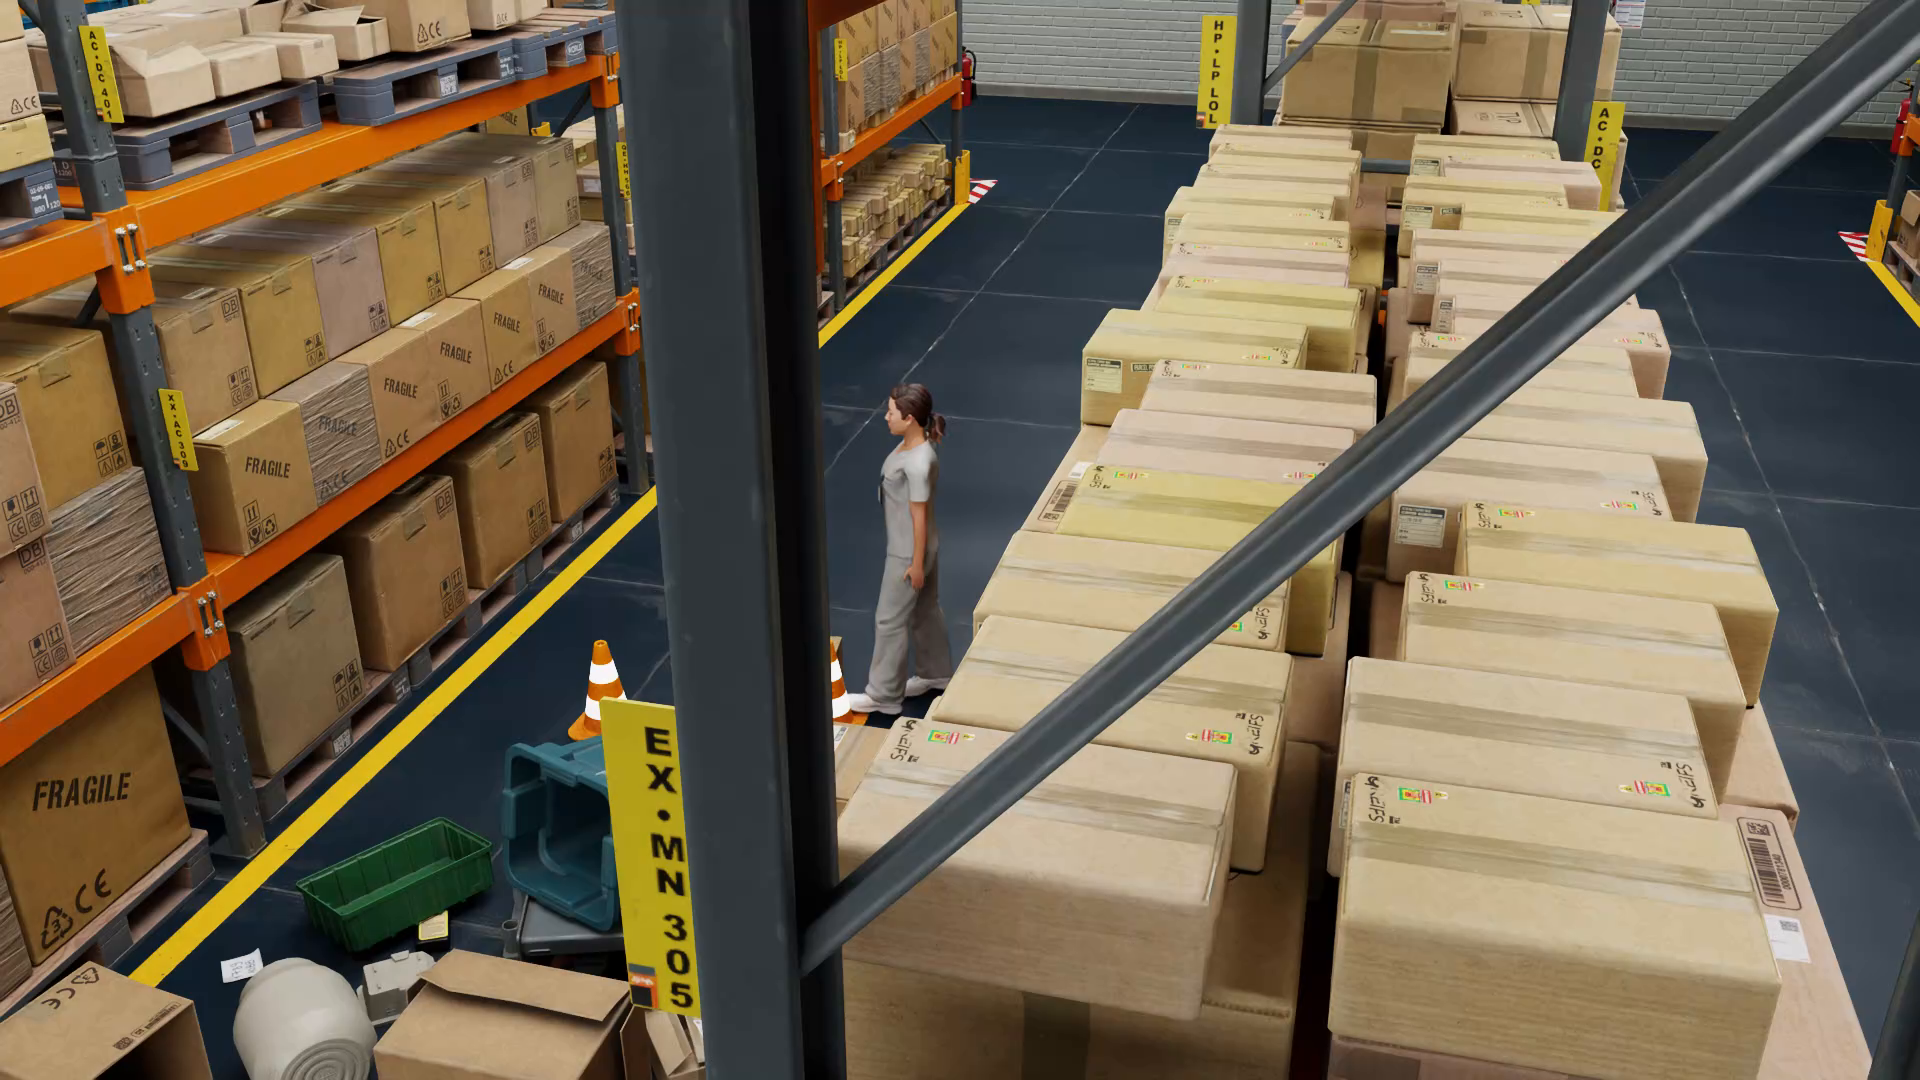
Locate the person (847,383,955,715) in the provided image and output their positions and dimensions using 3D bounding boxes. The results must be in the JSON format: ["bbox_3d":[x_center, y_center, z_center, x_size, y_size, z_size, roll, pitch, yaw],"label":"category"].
[{"bbox_3d":[-0.307,0.040,8.016,0.573,1.671,0.457,-1,25,-2],"label":"person"}]
